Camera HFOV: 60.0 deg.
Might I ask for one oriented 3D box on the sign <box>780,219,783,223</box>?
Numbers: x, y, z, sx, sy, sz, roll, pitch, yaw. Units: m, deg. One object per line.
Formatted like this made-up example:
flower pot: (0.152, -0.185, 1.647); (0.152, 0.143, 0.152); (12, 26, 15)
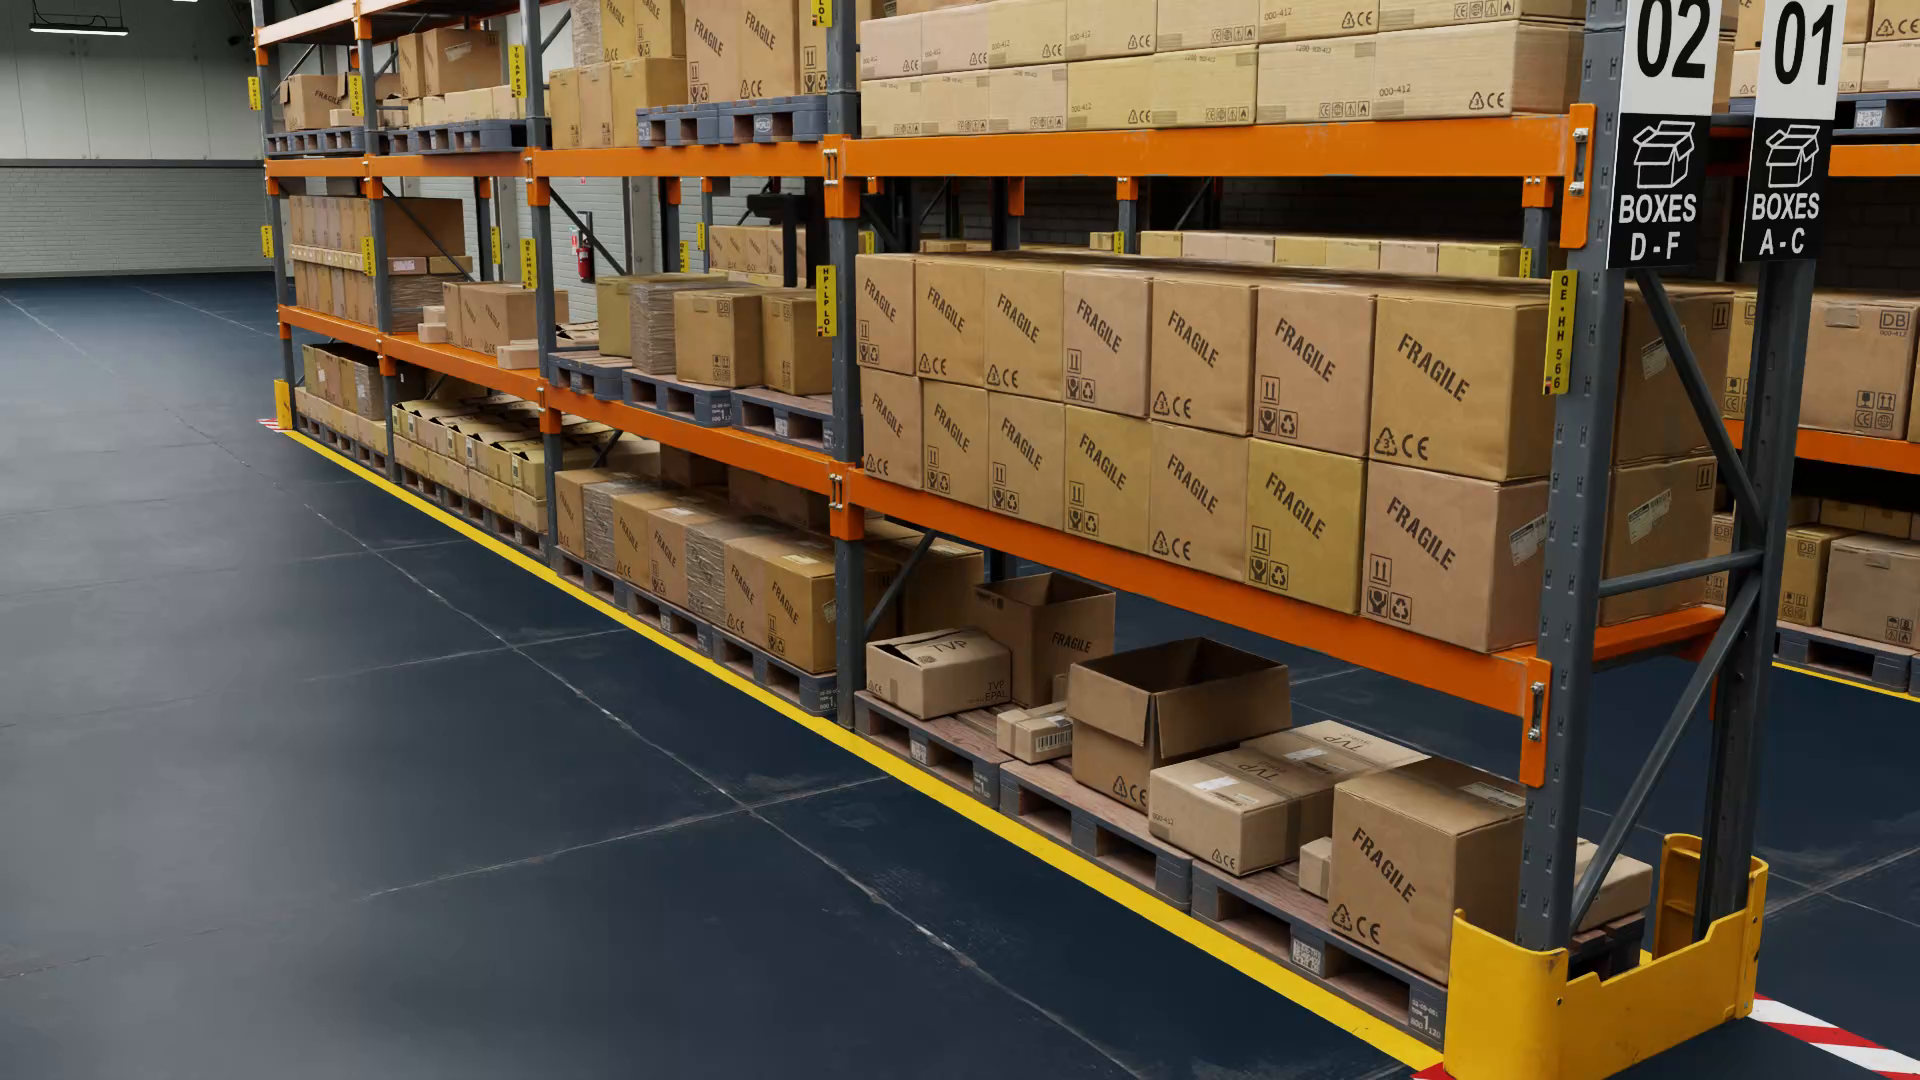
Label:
sign: (-2.209, -4.105, 20.663); (0.100, 0.325, 0.005); (-8, 15, -33)

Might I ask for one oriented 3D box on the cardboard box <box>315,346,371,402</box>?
cardboard box: (-6.126, -1.667, 16.659); (0.500, 0.500, 0.500); (-8, 15, -33)

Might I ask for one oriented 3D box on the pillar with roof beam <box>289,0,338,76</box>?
pillar with roof beam: (-18.455, -9.991, 36.983); (9.100, 9.000, 0.548); (-8, 15, -33)

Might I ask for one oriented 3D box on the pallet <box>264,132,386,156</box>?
pallet: (-6.434, -4.030, 16.952); (1.003, 0.211, 1.213); (-8, 15, -33)

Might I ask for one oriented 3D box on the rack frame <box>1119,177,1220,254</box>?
rack frame: (1.750, -1.900, 14.031); (1.000, 3.000, 0.127); (-8, 15, -33)

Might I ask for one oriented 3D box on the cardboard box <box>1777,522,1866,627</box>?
cardboard box: (4.854, 0.153, 9.507); (0.700, 0.500, 0.500); (-8, 15, -31)

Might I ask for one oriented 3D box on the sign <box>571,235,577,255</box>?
sign: (-6.456, -4.940, 27.847); (0.001, 0.329, 0.234); (-8, 15, -33)

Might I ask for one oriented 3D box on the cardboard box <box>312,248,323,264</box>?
cardboard box: (-6.192, -2.823, 16.498); (0.380, 0.149, 0.250); (-9, 15, -35)

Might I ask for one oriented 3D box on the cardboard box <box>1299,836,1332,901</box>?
cardboard box: (1.405, 1.128, 5.783); (0.380, 0.166, 0.250); (-8, 15, -33)

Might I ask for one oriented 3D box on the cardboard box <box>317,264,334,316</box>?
cardboard box: (-5.991, -2.519, 16.624); (0.700, 0.500, 0.500); (-8, 15, -32)

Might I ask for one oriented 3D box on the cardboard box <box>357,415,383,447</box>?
cardboard box: (-5.295, -1.033, 15.519); (0.500, 0.250, 0.500); (-8, 15, -33)

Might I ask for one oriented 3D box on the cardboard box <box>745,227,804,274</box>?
cardboard box: (-2.121, -3.324, 19.089); (0.500, 0.500, 0.500); (-9, 15, -35)

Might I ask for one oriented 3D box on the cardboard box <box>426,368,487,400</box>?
cardboard box: (-4.584, -1.373, 15.315); (0.500, 0.500, 0.500); (-8, 15, -33)

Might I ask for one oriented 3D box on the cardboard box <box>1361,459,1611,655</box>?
cardboard box: (1.586, 0.013, 5.046); (0.500, 0.500, 0.500); (-8, 14, -31)

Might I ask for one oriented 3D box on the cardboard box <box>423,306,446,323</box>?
cardboard box: (-4.279, -1.869, 14.239); (0.500, 0.250, 0.500); (-7, 14, -29)

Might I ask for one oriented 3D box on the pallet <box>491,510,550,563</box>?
pallet: (-2.795, -0.102, 12.335); (1.003, 0.211, 1.213); (-8, 15, -33)

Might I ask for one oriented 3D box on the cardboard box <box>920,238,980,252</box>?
cardboard box: (-0.212, -2.781, 16.794); (0.700, 0.500, 0.500); (-8, 15, -33)

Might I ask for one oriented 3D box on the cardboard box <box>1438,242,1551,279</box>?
cardboard box: (3.495, -1.812, 10.894); (0.500, 0.250, 0.500); (-8, 14, -31)

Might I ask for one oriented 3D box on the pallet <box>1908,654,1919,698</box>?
pallet: (5.675, 0.752, 8.430); (1.003, 0.211, 1.213); (-8, 15, -33)

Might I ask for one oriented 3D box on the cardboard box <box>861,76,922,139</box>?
cardboard box: (-0.092, -1.878, 7.259); (0.500, 0.250, 0.500); (-8, 15, -33)

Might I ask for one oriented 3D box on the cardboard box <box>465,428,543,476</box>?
cardboard box: (-3.437, -0.695, 12.659); (0.500, 0.311, 0.500); (-8, 15, -33)

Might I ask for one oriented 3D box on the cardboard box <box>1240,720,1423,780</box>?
cardboard box: (1.442, 0.930, 6.496); (0.500, 0.250, 0.500); (-8, 15, -33)

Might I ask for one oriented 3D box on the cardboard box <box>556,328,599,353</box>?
cardboard box: (-2.537, -1.340, 11.675); (0.500, 0.311, 0.500); (-7, 14, -29)

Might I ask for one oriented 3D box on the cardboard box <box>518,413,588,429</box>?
cardboard box: (-3.281, -0.852, 13.377); (0.500, 0.311, 0.500); (-8, 15, -33)

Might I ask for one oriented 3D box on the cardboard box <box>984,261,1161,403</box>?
cardboard box: (0.442, -0.839, 6.603); (0.500, 0.500, 0.500); (-9, 15, -34)

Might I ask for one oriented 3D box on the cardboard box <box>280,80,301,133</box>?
cardboard box: (-6.489, -4.423, 16.992); (0.797, 0.503, 0.637); (-7, 14, -29)

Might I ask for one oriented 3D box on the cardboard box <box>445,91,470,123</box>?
cardboard box: (-3.579, -3.275, 12.662); (0.500, 0.250, 0.500); (-10, 16, -38)

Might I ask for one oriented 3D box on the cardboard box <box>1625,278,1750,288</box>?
cardboard box: (4.253, -1.237, 10.296); (0.980, 0.700, 0.700); (-8, 15, -32)

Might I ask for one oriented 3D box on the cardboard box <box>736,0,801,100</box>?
cardboard box: (-0.762, -2.585, 8.687); (0.600, 0.600, 0.600); (-8, 15, -33)

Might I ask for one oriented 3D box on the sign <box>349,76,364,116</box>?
sign: (-5.049, -3.715, 13.914); (0.100, 0.325, 0.005); (-8, 15, -33)

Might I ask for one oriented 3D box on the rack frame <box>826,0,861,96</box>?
rack frame: (-0.155, -3.533, 7.452); (1.000, 3.000, 0.127); (-8, 15, -33)

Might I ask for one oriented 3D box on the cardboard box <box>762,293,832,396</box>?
cardboard box: (-0.665, -1.082, 9.069); (0.700, 0.500, 0.500); (-6, 14, -24)

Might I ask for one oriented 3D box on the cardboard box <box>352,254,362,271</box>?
cardboard box: (-5.346, -2.551, 15.251); (0.380, 0.149, 0.250); (-8, 15, -33)

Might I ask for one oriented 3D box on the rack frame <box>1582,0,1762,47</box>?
rack frame: (2.061, -2.821, 4.199); (1.000, 3.000, 0.127); (-8, 15, -33)

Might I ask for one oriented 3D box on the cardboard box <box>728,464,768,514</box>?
cardboard box: (-1.053, -0.344, 9.979); (0.500, 0.250, 0.500); (-8, 15, -34)

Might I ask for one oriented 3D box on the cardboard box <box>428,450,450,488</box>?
cardboard box: (-3.999, -0.603, 13.550); (0.500, 0.250, 0.500); (-9, 15, -34)

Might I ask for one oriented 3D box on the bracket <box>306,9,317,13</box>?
bracket: (-14.937, -12.143, 38.399); (0.235, 0.232, 0.430); (-8, 15, -33)

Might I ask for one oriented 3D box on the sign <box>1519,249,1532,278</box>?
sign: (3.520, -1.650, 10.361); (0.100, 0.325, 0.005); (-8, 15, -33)

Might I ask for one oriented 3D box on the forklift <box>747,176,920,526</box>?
forklift: (-1.039, -1.771, 13.599); (1.130, 2.935, 3.031); (-8, 15, -32)

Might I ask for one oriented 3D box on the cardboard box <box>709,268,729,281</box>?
cardboard box: (-2.676, -3.135, 19.982); (0.500, 0.250, 0.500); (-9, 15, -34)

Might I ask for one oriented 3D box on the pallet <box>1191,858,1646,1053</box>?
pallet: (1.576, 1.317, 5.848); (1.003, 0.211, 1.213); (-8, 15, -33)

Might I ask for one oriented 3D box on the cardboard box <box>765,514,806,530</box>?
cardboard box: (-0.796, 0.106, 9.677); (0.500, 0.500, 0.500); (-8, 15, -32)

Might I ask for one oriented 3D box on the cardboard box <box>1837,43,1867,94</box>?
cardboard box: (4.691, -2.498, 8.878); (0.500, 0.250, 0.500); (-9, 15, -34)

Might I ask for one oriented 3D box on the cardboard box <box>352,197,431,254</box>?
cardboard box: (-5.120, -2.875, 15.218); (0.700, 0.500, 0.500); (-8, 15, -33)

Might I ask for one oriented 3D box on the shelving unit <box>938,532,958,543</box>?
shelving unit: (-0.008, -0.589, 12.245); (0.258, 1.200, 0.189); (-8, 15, -33)

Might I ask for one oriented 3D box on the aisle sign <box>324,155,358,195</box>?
aisle sign: (-6.596, -4.053, 17.787); (0.394, 0.787, 0.004); (-8, 15, -33)

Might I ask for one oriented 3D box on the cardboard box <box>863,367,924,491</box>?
cardboard box: (-0.100, -0.528, 7.521); (0.500, 0.500, 0.500); (-8, 14, -31)

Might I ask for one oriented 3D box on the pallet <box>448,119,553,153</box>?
pallet: (-2.822, -2.797, 11.550); (1.213, 0.211, 1.003); (-7, 14, -30)

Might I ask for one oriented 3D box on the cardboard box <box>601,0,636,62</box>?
cardboard box: (-1.852, -3.147, 10.135); (0.500, 0.500, 0.500); (-8, 15, -33)

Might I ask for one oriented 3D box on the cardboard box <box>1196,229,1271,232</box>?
cardboard box: (2.217, -2.421, 13.677); (0.500, 0.250, 0.500); (-8, 14, -31)

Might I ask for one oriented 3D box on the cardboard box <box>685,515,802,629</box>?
cardboard box: (-1.212, 0.172, 9.374); (0.500, 0.500, 0.500); (-8, 15, -32)

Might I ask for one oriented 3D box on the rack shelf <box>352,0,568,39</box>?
rack shelf: (-3.480, -4.053, 12.452); (1.077, 0.370, 4.000); (-8, 15, -33)

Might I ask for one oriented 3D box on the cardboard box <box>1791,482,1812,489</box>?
cardboard box: (4.821, -0.254, 9.851); (0.380, 0.149, 0.250); (-9, 15, -35)

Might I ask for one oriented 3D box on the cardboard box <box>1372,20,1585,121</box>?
cardboard box: (1.557, -1.343, 4.811); (0.500, 0.250, 0.500); (-8, 15, -33)

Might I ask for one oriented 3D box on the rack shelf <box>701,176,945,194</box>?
rack shelf: (-1.574, -4.081, 18.667); (1.077, 0.370, 4.000); (-8, 15, -33)

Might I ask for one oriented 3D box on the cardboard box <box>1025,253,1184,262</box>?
cardboard box: (0.627, -0.989, 7.289); (0.500, 0.500, 0.500); (-8, 15, -34)

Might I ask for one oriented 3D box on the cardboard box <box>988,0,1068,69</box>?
cardboard box: (0.453, -1.943, 6.387); (0.500, 0.250, 0.500); (-8, 15, -33)
